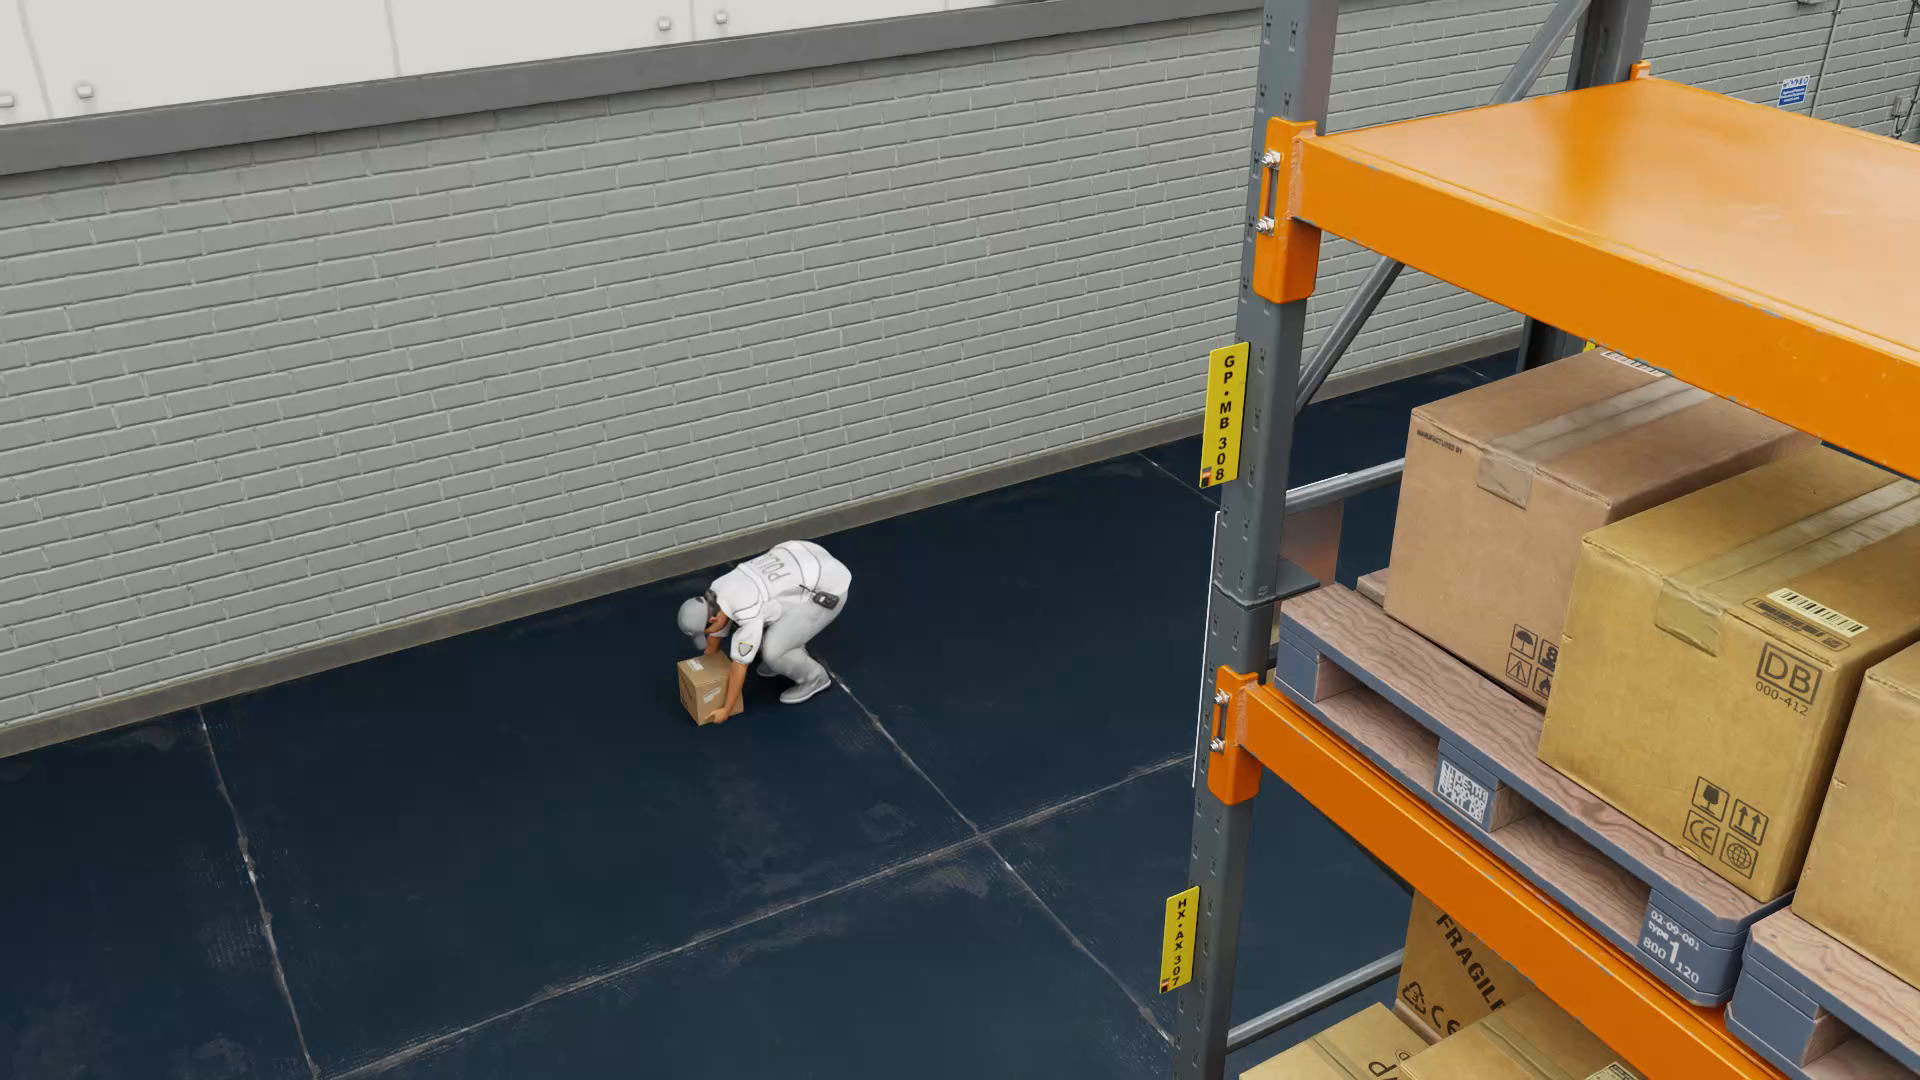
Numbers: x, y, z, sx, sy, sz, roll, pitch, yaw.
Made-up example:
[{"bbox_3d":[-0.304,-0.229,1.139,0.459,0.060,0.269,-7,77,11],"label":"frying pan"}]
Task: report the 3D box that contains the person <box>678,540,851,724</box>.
[{"bbox_3d":[-1.016,0.462,8.648,0.942,0.797,0.514,-17,33,-28],"label":"person"}]
